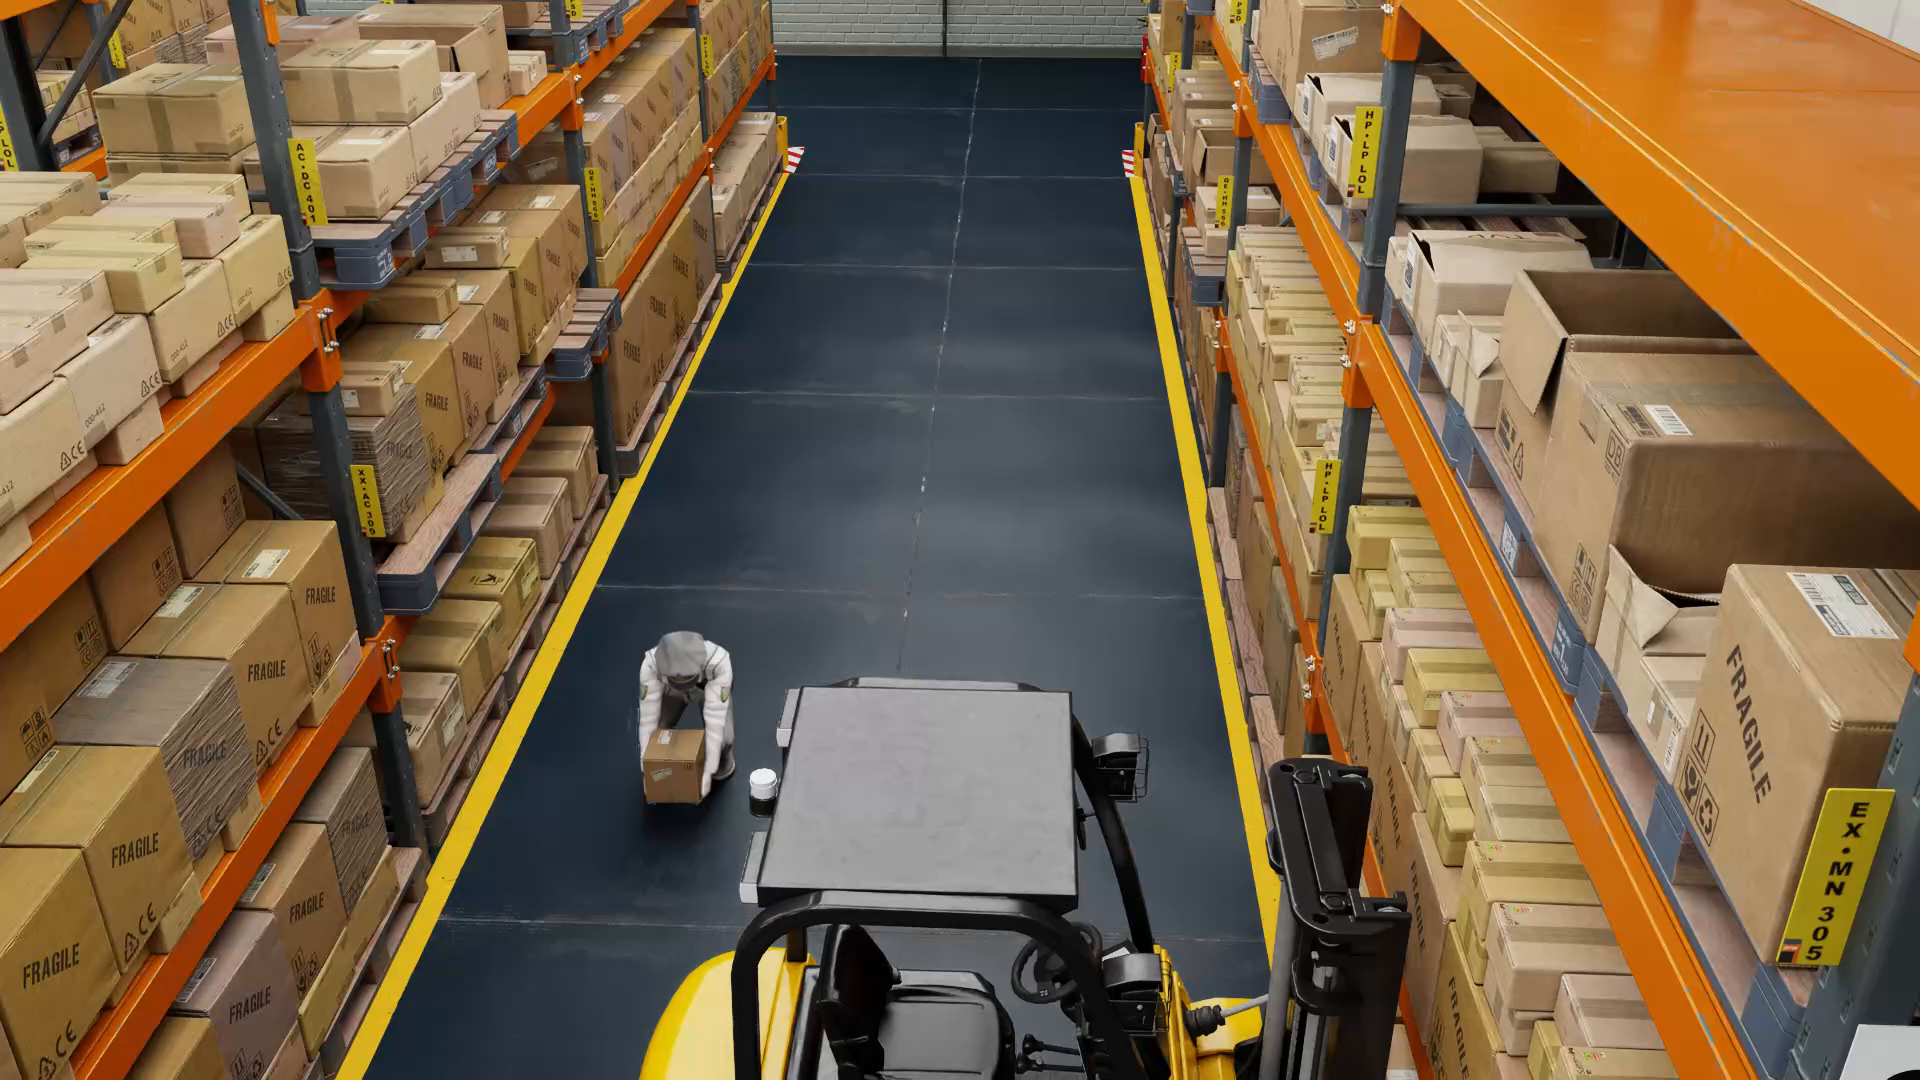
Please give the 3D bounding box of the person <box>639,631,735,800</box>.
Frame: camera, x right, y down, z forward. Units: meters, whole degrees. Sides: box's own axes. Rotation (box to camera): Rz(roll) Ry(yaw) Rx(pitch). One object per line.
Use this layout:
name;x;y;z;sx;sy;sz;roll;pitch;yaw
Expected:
person;-1.330;0.784;8.123;0.468;0.979;0.837;0;28;1
